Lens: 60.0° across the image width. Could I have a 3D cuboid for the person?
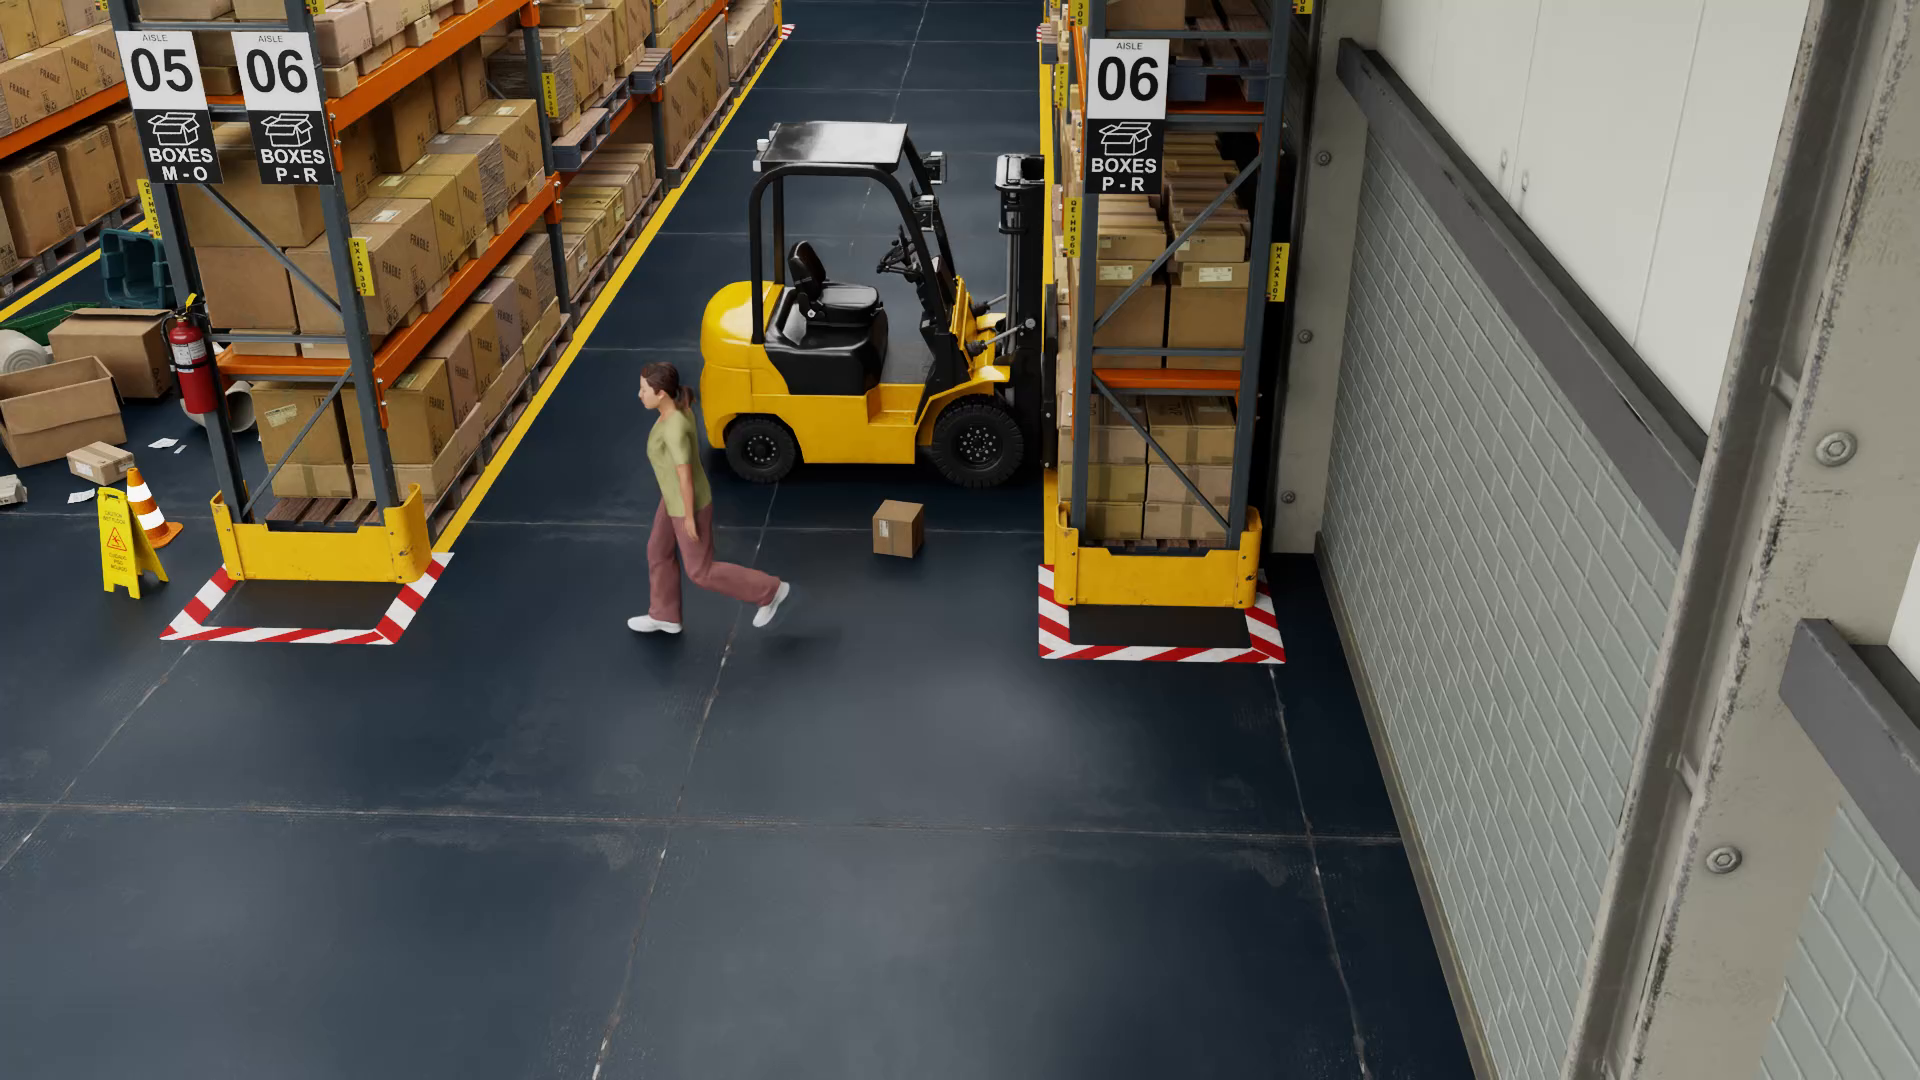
[{"bbox_3d":[-1.408,-0.201,9.005,0.912,1.633,0.453,-5,28,-8],"label":"person"}]
